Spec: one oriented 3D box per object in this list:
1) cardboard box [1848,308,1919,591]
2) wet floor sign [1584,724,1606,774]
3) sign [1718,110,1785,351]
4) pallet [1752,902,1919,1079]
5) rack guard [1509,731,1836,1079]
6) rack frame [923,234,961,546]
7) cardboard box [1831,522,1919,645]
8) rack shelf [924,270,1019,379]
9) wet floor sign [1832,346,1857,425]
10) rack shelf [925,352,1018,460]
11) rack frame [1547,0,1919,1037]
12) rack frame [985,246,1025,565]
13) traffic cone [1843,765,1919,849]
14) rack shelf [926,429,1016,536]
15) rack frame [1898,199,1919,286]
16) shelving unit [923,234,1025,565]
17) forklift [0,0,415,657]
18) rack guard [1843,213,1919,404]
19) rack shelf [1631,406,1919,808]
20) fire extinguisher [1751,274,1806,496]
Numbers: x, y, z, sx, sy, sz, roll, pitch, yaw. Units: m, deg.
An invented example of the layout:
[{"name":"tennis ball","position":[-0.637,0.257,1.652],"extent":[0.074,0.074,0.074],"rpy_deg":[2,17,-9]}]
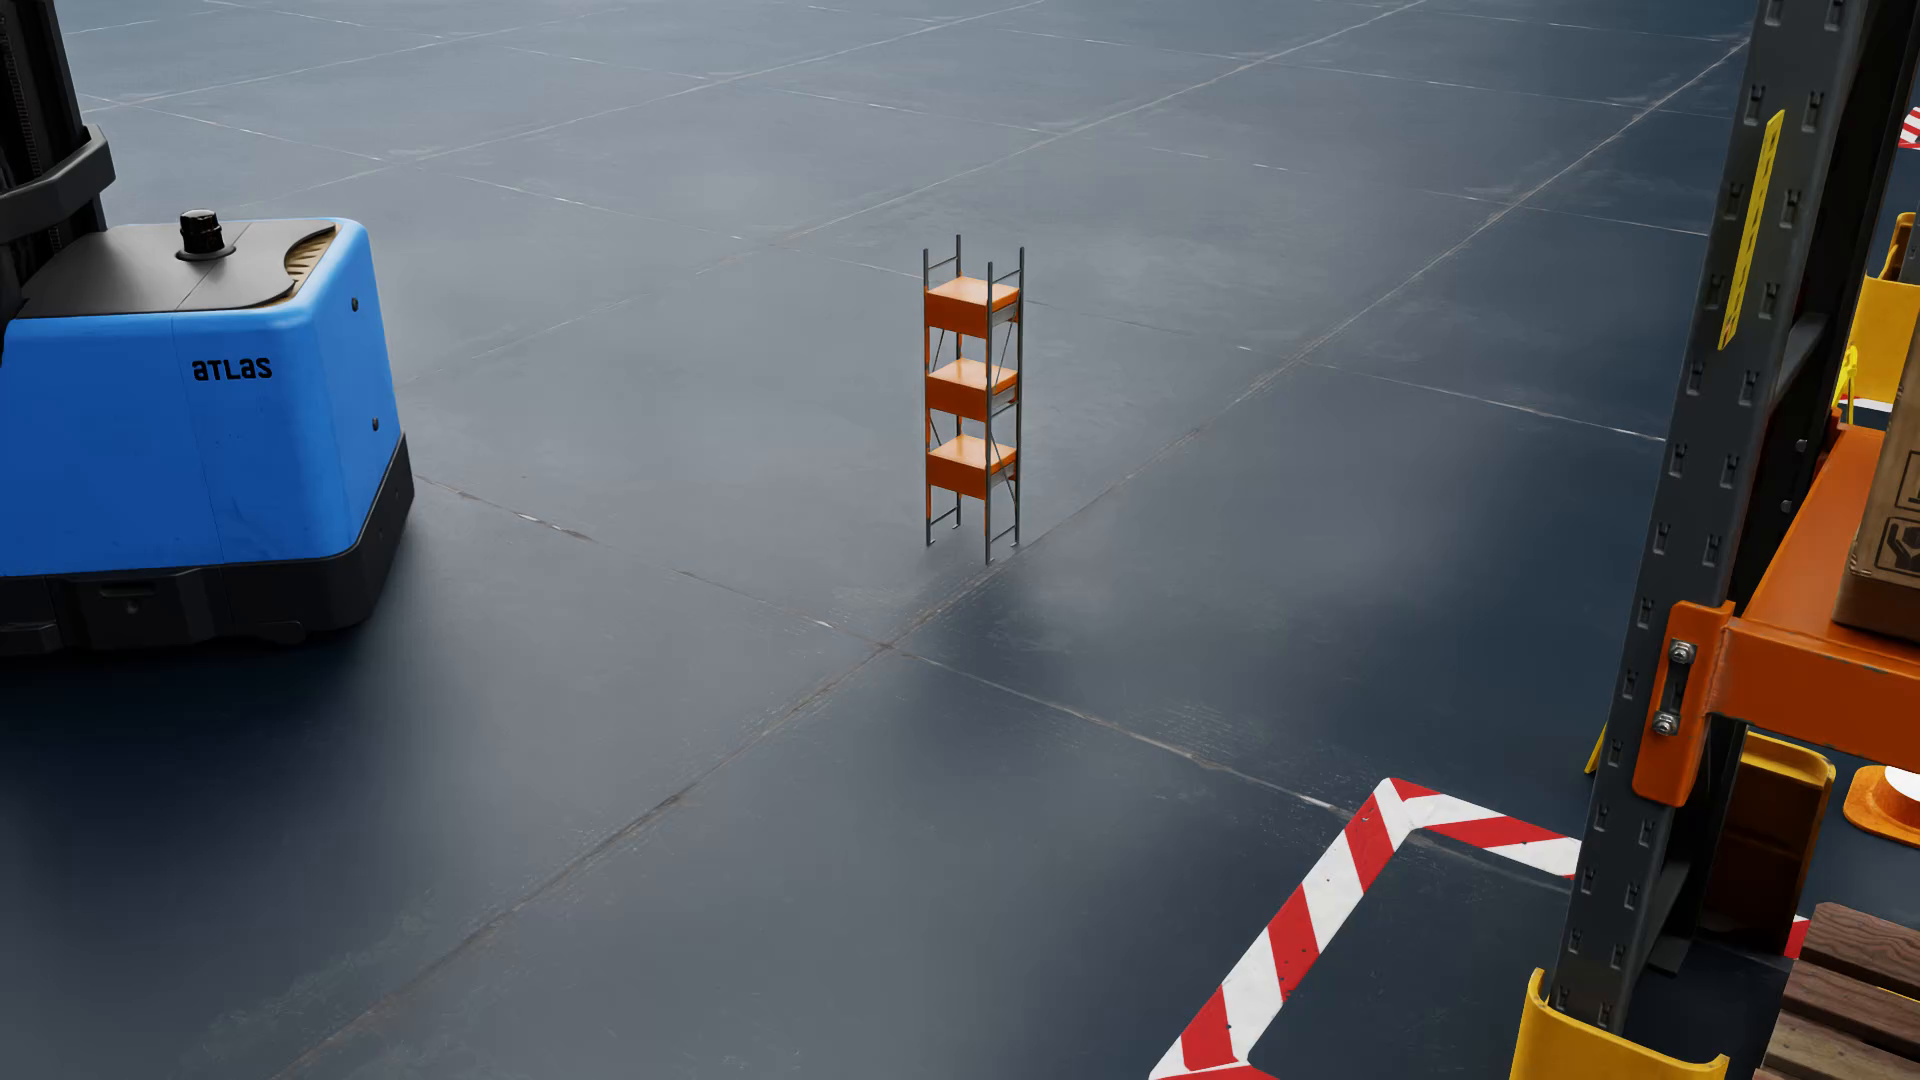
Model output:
[{"name":"cardboard box","position":[1.654,-0.202,2.402],"extent":[0.500,0.500,0.500],"rpy_deg":[17,31,30]},{"name":"wet floor sign","position":[1.869,0.350,4.350],"extent":[0.267,0.644,0.232],"rpy_deg":[-18,32,-31]},{"name":"sign","position":[1.113,-0.433,2.340],"extent":[0.005,0.325,0.100],"rpy_deg":[17,32,30]},{"name":"pallet","position":[2.132,1.234,3.093],"extent":[1.213,0.211,1.003],"rpy_deg":[17,32,30]},{"name":"rack guard","position":[1.483,0.883,3.463],"extent":[0.348,0.500,1.175],"rpy_deg":[17,32,30]},{"name":"rack frame","position":[-0.056,-0.485,5.546],"extent":[0.008,1.050,0.200],"rpy_deg":[17,32,30]},{"name":"cardboard box","position":[1.583,0.026,2.668],"extent":[0.250,0.149,0.380],"rpy_deg":[17,32,31]},{"name":"rack shelf","position":[0.044,-0.698,5.361],"extent":[0.240,0.259,0.215],"rpy_deg":[17,32,30]},{"name":"wet floor sign","position":[2.994,-0.345,5.716],"extent":[0.232,0.644,0.267],"rpy_deg":[12,29,22]},{"name":"rack shelf","position":[0.044,-0.445,5.490],"extent":[0.240,0.259,0.215],"rpy_deg":[17,32,30]},{"name":"rack frame","position":[1.420,-0.250,2.935],"extent":[0.127,3.000,1.000],"rpy_deg":[17,32,30]},{"name":"rack frame","position":[0.145,-0.423,5.423],"extent":[0.008,1.050,0.200],"rpy_deg":[17,32,30]},{"name":"traffic cone","position":[2.505,0.508,4.241],"extent":[0.334,0.463,0.336],"rpy_deg":[17,32,30]},{"name":"rack shelf","position":[0.044,-0.197,5.616],"extent":[0.240,0.259,0.215],"rpy_deg":[17,32,30]},{"name":"rack frame","position":[4.139,-2.127,6.622],"extent":[0.127,3.000,1.000],"rpy_deg":[17,32,30]},{"name":"shelving unit","position":[0.044,-0.454,5.485],"extent":[0.252,1.050,0.215],"rpy_deg":[17,32,30]},{"name":"forklift","position":[-3.380,-1.119,4.717],"extent":[3.031,2.935,1.130],"rpy_deg":[-3,27,-7]},{"name":"rack guard","position":[4.120,-1.019,7.201],"extent":[0.348,0.500,1.175],"rpy_deg":[17,32,30]},{"name":"rack shelf","position":[3.069,0.584,2.089],"extent":[4.000,0.370,1.077],"rpy_deg":[17,32,30]},{"name":"fire extinguisher","position":[1.587,-0.417,3.348],"extent":[0.183,0.674,0.296],"rpy_deg":[17,32,30]}]
